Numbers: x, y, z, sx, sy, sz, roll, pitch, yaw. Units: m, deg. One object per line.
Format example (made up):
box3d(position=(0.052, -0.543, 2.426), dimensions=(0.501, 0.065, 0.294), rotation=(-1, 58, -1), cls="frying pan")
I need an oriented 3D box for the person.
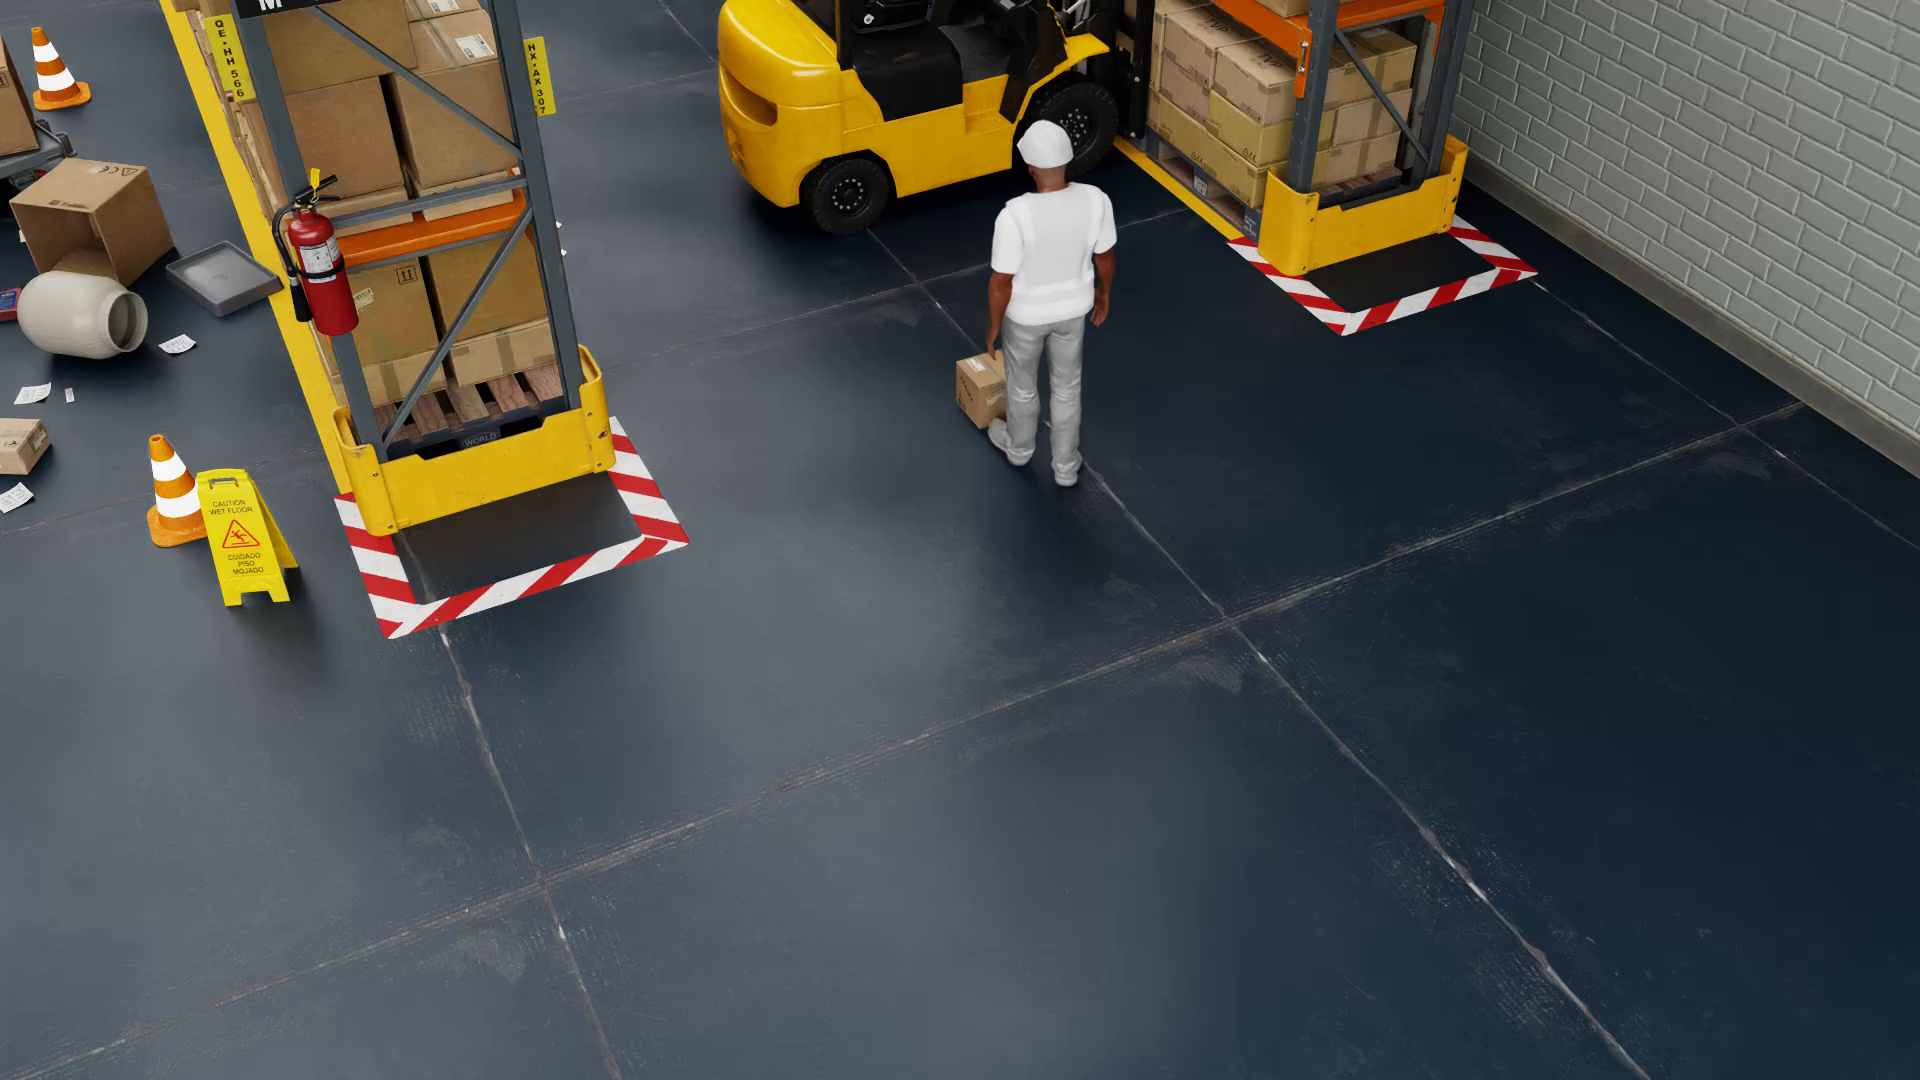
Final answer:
box3d(position=(0.373, -1.051, 7.337), dimensions=(0.600, 1.775, 0.548), rotation=(-11, 42, -12), cls="person")
